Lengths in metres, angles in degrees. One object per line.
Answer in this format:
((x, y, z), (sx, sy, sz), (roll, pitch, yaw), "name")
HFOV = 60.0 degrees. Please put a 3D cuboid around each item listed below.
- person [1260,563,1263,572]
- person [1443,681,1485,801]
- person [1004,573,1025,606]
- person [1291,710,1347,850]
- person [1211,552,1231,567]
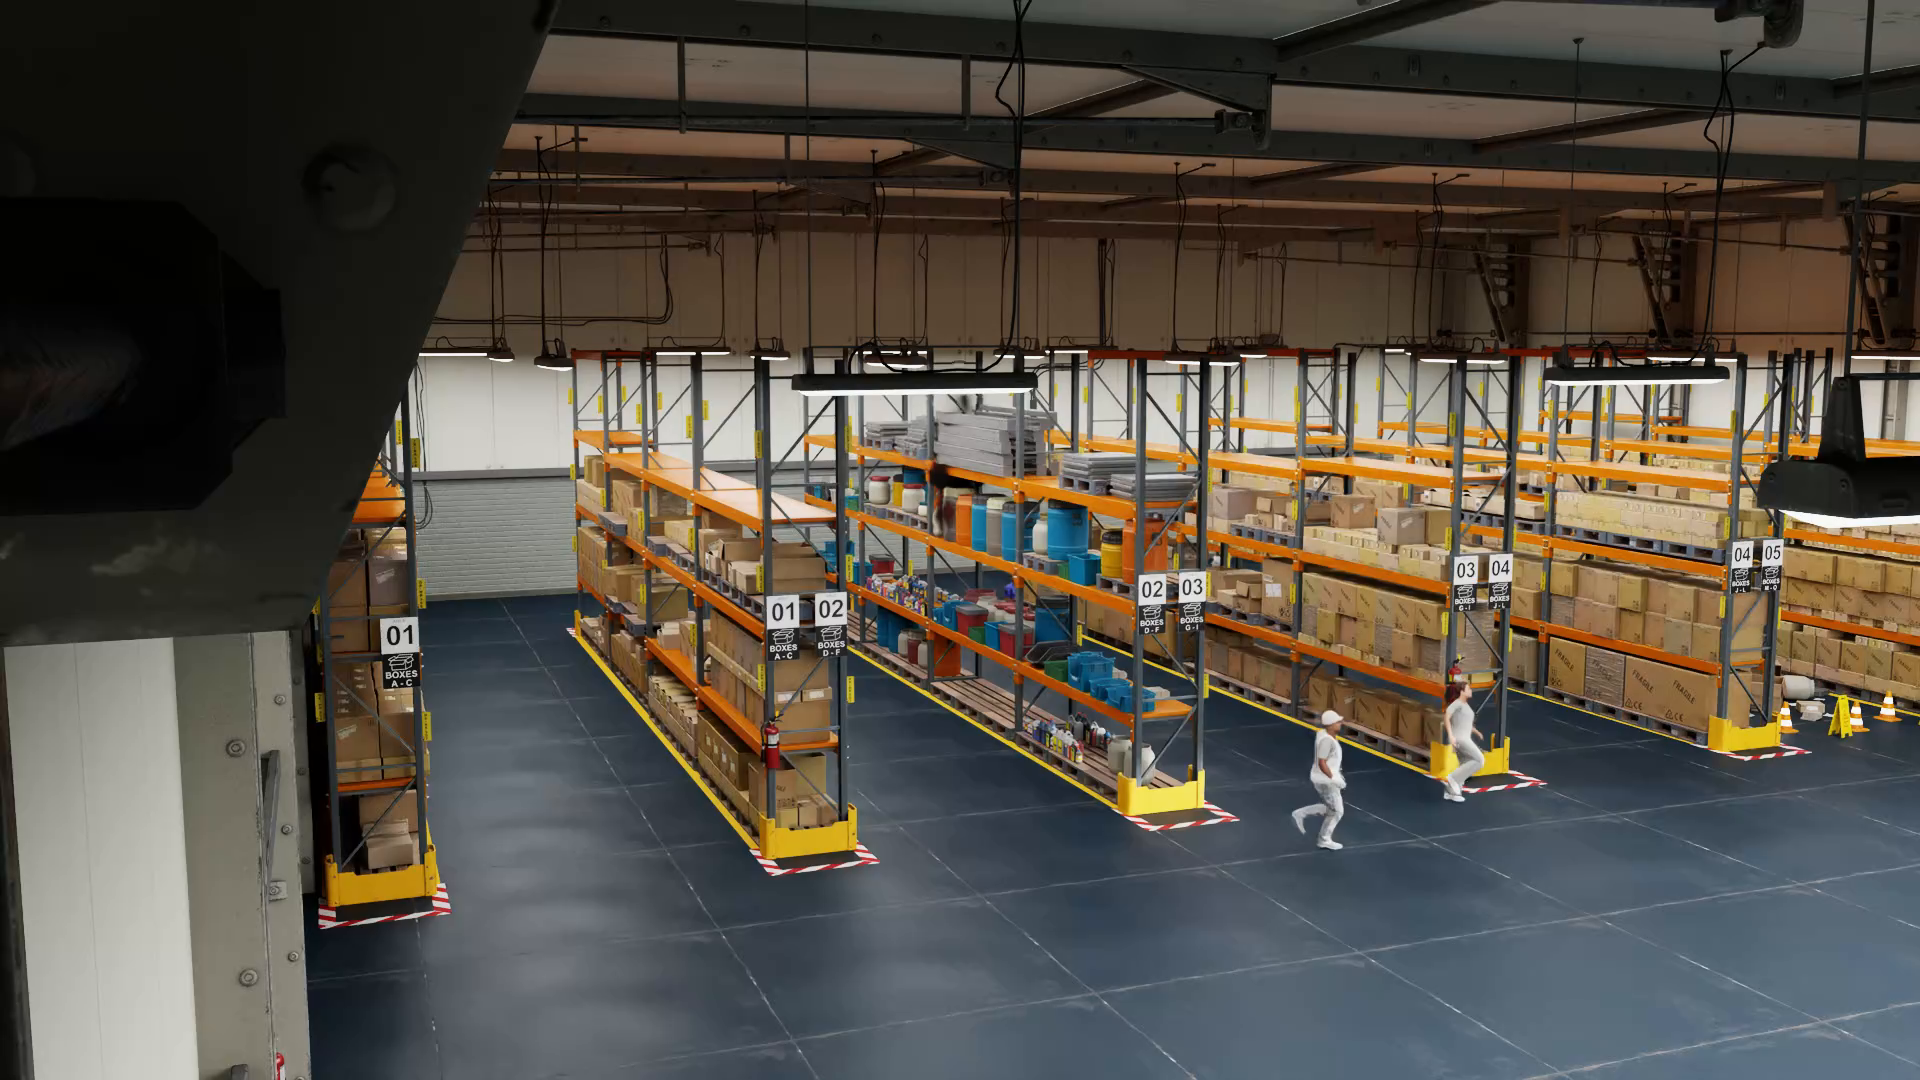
((7.813, 0.240, 42.163), (0.886, 1.675, 0.612), (-4, 8, -28), "person")
((6.896, 2.725, 22.627), (0.538, 1.599, 0.591), (4, 8, 27), "person")
((1.101, 1.447, 32.756), (0.556, 1.713, 0.714), (-4, 8, -29), "person")
((4.415, 2.943, 20.462), (0.638, 1.729, 0.665), (1, 7, 7), "person")
((6.604, 0.320, 41.856), (0.509, 1.699, 0.973), (3, 8, 20), "person")
